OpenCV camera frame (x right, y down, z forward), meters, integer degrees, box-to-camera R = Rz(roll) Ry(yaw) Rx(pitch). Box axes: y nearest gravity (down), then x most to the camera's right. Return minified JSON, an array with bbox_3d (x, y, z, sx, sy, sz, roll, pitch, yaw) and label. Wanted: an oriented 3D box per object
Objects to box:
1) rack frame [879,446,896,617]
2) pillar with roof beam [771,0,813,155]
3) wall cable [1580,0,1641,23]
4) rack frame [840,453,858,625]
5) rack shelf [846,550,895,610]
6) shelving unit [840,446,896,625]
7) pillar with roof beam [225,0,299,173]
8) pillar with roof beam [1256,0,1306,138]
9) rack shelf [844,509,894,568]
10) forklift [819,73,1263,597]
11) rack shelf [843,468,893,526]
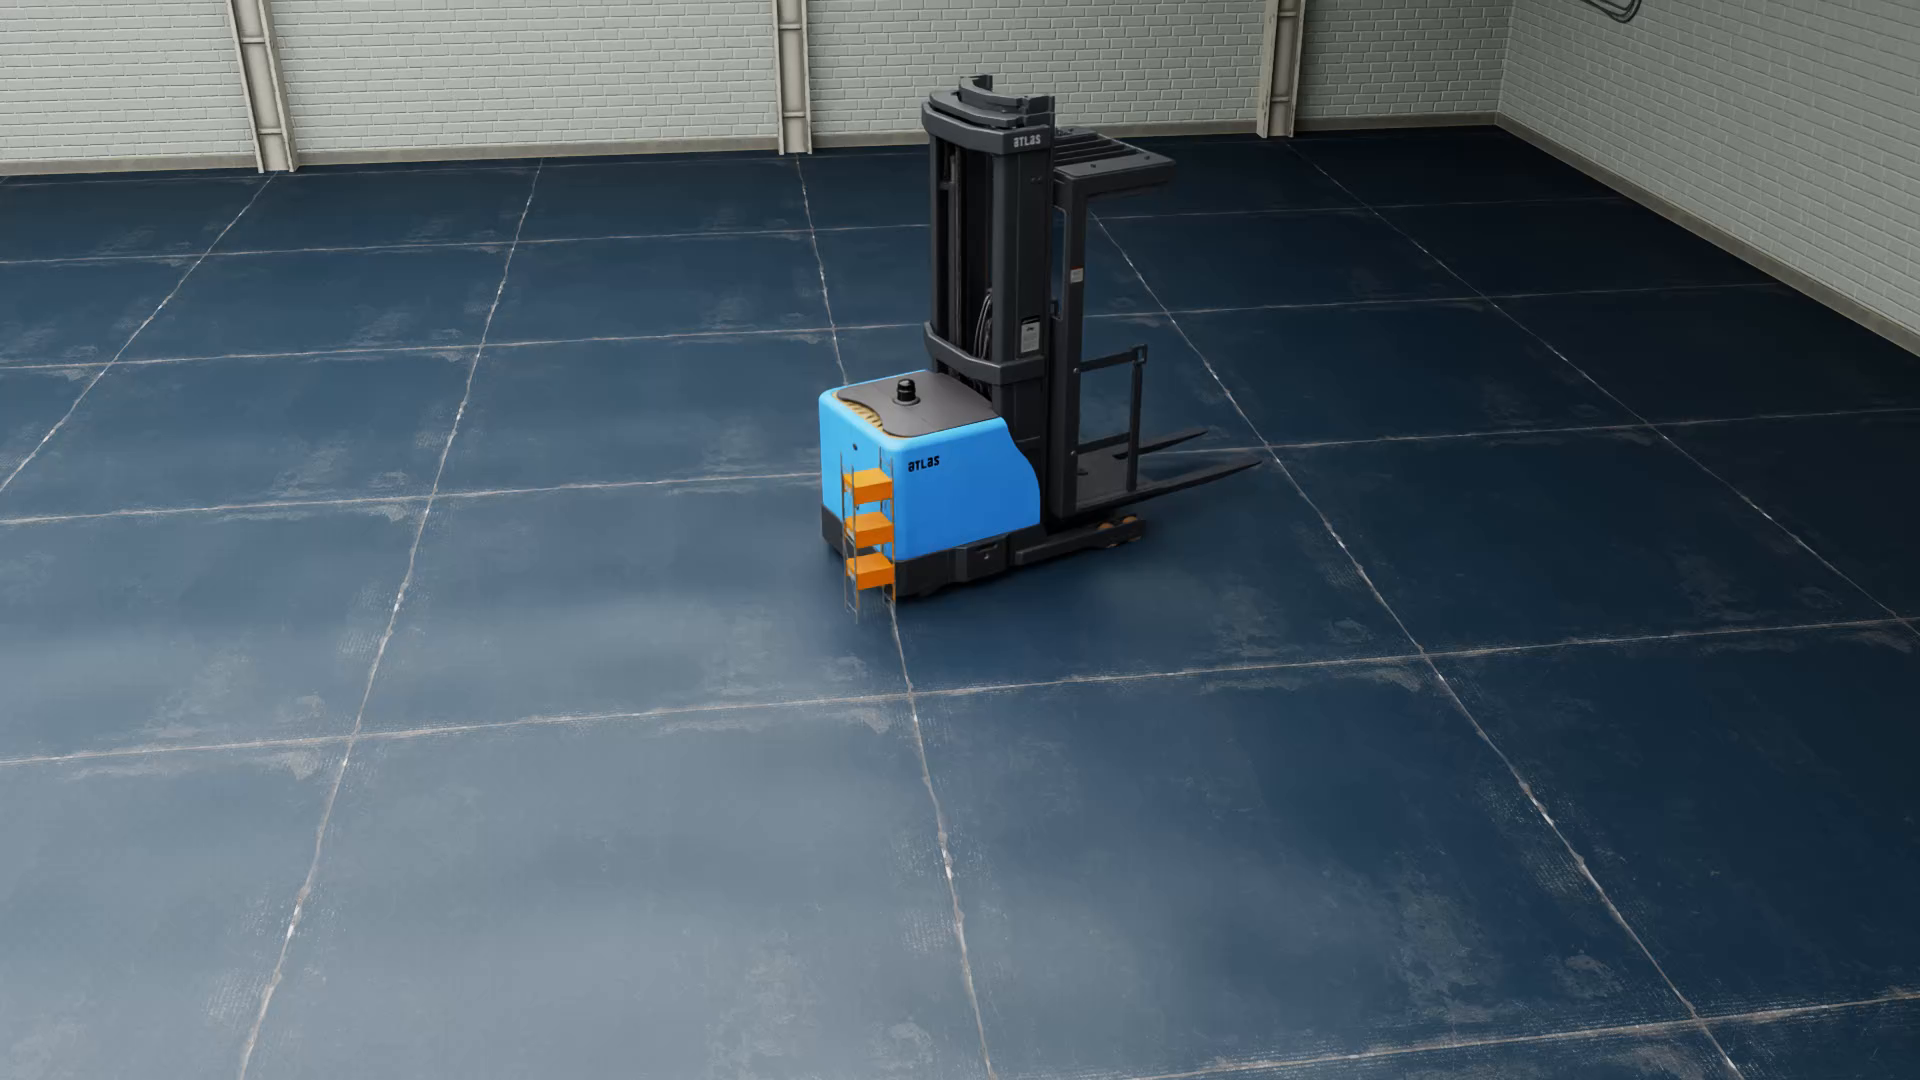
[{"bbox_3d":[-0.430,-0.044,9.888,0.008,1.050,0.200,-12,29,-22],"label":"rack frame"},{"bbox_3d":[-1.394,-6.767,14.284,0.400,9.000,9.100,-4,27,-7],"label":"pillar with roof beam"},{"bbox_3d":[7.050,-7.303,18.729,0.112,2.526,3.097,-4,27,-7],"label":"wall cable"},{"bbox_3d":[-0.653,0.002,9.798,0.008,1.050,0.200,-12,29,-22],"label":"rack frame"},{"bbox_3d":[-0.541,0.236,9.975,0.240,0.259,0.215,-12,29,-22],"label":"rack shelf"},{"bbox_3d":[-0.541,-0.021,9.843,0.252,1.050,0.215,-12,29,-22],"label":"shelving unit"},{"bbox_3d":[-7.335,-6.385,13.540,0.400,9.000,9.100,-4,27,-7],"label":"pillar with roof beam"},{"bbox_3d":[4.548,-7.149,15.027,0.400,9.000,9.100,-4,27,-7],"label":"pillar with roof beam"},{"bbox_3d":[-0.541,-0.011,9.848,0.240,0.259,0.215,-12,29,-22],"label":"rack shelf"},{"bbox_3d":[0.632,-1.437,10.543,3.031,2.935,1.130,-15,31,-27],"label":"forklift"},{"bbox_3d":[-0.541,-0.264,9.718,0.240,0.259,0.215,-12,29,-22],"label":"rack shelf"}]
